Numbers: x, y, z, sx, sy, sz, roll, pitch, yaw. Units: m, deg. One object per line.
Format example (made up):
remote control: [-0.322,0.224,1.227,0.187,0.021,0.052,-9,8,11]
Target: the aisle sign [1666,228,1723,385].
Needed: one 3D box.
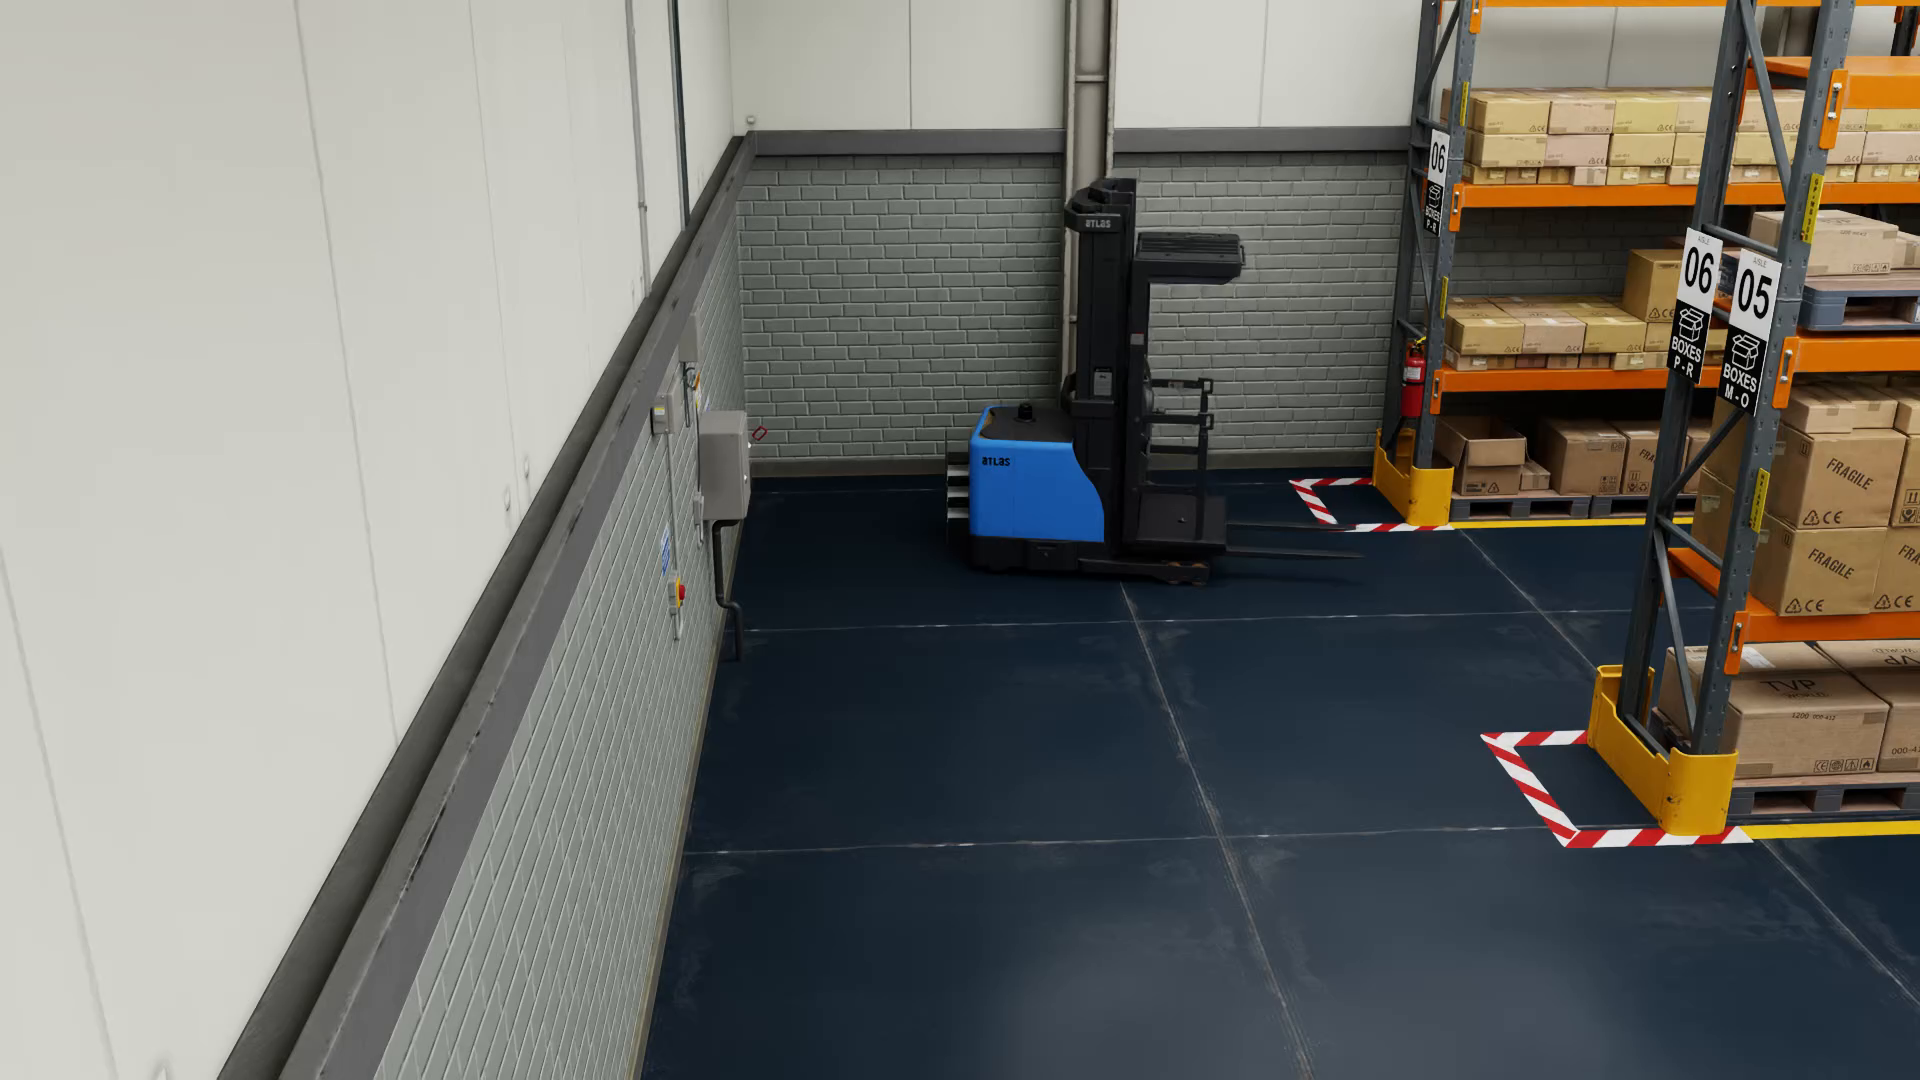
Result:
aisle sign: [4.024,-1.283,9.122,0.004,0.787,0.394,-1,21,-3]

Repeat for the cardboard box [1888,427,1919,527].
cardboard box: [5.125,-0.395,8.898,0.500,0.500,0.500,-2,21,-5]

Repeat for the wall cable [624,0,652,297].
wall cable: [-1.549,-2.548,7.666,0.029,3.000,0.463,-1,21,-3]

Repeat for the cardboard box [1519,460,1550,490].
cardboard box: [4.869,-0.560,14.294,0.250,0.149,0.380,-2,21,-5]

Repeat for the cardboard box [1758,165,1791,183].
cardboard box: [6.451,-2.972,13.348,0.250,0.149,0.380,0,21,-1]

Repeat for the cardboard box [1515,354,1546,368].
cardboard box: [4.682,-1.554,13.840,0.250,0.149,0.380,-1,21,-4]

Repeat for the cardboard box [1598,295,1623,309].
cardboard box: [5.802,-1.924,14.253,0.500,0.250,0.500,-1,21,-3]

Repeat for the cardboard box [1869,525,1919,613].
cardboard box: [5.113,0.066,9.092,0.500,0.500,0.500,-1,21,-4]

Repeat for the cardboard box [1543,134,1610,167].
cardboard box: [4.792,-3.123,13.186,0.500,0.250,0.500,-1,21,-2]

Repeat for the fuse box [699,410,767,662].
fuse box: [-1.489,0.016,11.174,0.414,1.711,0.539,-1,21,-3]

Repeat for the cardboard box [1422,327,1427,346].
cardboard box: [4.142,-1.708,14.243,0.250,0.149,0.380,-1,21,-4]

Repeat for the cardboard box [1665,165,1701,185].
cardboard box: [5.694,-2.928,13.233,0.250,0.149,0.380,-1,21,-3]

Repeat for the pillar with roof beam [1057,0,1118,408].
pillar with roof beam: [1.329,-3.263,9.544,0.400,9.000,9.100,-1,21,-3]

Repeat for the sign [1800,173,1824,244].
sign: [4.139,-1.610,8.078,0.005,0.325,0.100,-1,21,-3]

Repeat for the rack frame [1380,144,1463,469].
rack frame: [3.827,-1.723,13.931,0.127,3.000,1.000,-1,21,-3]

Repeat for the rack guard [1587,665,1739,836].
rack guard: [4.090,1.209,9.743,0.348,0.500,1.175,-1,21,-3]

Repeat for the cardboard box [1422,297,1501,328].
cardboard box: [4.271,-1.895,14.177,0.500,0.250,0.500,-1,21,-1]

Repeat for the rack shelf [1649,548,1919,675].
rack shelf: [6.111,0.336,9.534,4.000,0.370,1.077,-1,21,-3]

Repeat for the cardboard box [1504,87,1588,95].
cardboard box: [4.774,-3.546,13.593,0.500,0.250,0.500,-2,21,-5]

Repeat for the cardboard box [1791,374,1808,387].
cardboard box: [4.461,-0.855,9.194,0.250,0.149,0.380,-1,21,-2]

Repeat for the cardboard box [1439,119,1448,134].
cardboard box: [4.255,-3.299,13.648,0.500,0.250,0.500,-2,21,-4]

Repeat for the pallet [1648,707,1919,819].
pallet: [4.908,1.299,9.911,1.213,0.211,1.003,-1,21,-3]

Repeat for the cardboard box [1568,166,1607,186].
cardboard box: [4.930,-2.914,13.195,0.250,0.149,0.380,-1,21,-2]

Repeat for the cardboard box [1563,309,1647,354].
cardboard box: [5.304,-1.727,13.734,0.500,0.250,0.500,-2,21,-4]

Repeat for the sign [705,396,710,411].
sign: [-1.724,-0.713,11.411,0.001,0.494,0.329,-1,21,-3]

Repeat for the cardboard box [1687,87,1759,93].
cardboard box: [6.286,-3.573,13.665,0.500,0.250,0.500,-1,21,-4]

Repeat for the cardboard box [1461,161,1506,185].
cardboard box: [4.158,-2.931,13.242,0.250,0.149,0.380,-1,21,-2]

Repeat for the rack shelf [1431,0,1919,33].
rack shelf: [5.823,-4.229,13.098,4.000,0.370,1.077,-1,21,-3]

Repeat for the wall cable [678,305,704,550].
wall cable: [-1.607,-0.815,10.119,0.122,1.984,0.588,-1,21,-3]

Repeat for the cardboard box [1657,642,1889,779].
cardboard box: [4.767,0.992,9.809,0.875,0.438,0.875,-2,21,-5]

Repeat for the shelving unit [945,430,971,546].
shelving unit: [-0.008,-0.420,13.460,0.210,0.900,0.258,-1,21,-3]

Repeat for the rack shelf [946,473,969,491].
rack shelf: [-0.008,-0.473,13.440,0.200,0.077,0.258,-1,21,-3]

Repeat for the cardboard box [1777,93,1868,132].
cardboard box: [6.824,-3.399,13.208,0.500,0.250,0.500,-1,21,-4]

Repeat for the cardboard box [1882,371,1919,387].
cardboard box: [5.219,-0.895,9.298,0.250,0.149,0.380,-1,21,-2]

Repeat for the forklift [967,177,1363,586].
forklift: [1.615,-1.223,12.715,3.031,2.935,1.130,3,21,7]

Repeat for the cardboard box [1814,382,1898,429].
cardboard box: [4.742,-0.716,8.829,0.250,0.149,0.380,-1,21,-2]

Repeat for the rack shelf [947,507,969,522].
rack shelf: [-0.008,-0.221,13.536,0.200,0.077,0.258,-1,21,-3]

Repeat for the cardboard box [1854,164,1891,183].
cardboard box: [7.233,-2.973,13.350,0.250,0.149,0.380,-1,21,-3]

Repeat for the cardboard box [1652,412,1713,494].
cardboard box: [6.335,-0.754,14.310,0.500,0.500,0.700,-2,21,-5]

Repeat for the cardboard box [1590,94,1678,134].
cardboard box: [5.294,-3.366,13.120,0.500,0.250,0.500,-1,21,-4]

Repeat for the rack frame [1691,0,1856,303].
rack frame: [4.114,-2.763,8.232,0.127,3.000,1.000,-1,21,-3]

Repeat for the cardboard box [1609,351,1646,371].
cardboard box: [5.460,-1.523,13.759,0.250,0.149,0.380,-2,21,-5]

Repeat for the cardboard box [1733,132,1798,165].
cardboard box: [6.322,-3.156,13.271,0.500,0.250,0.500,-1,21,-2]
